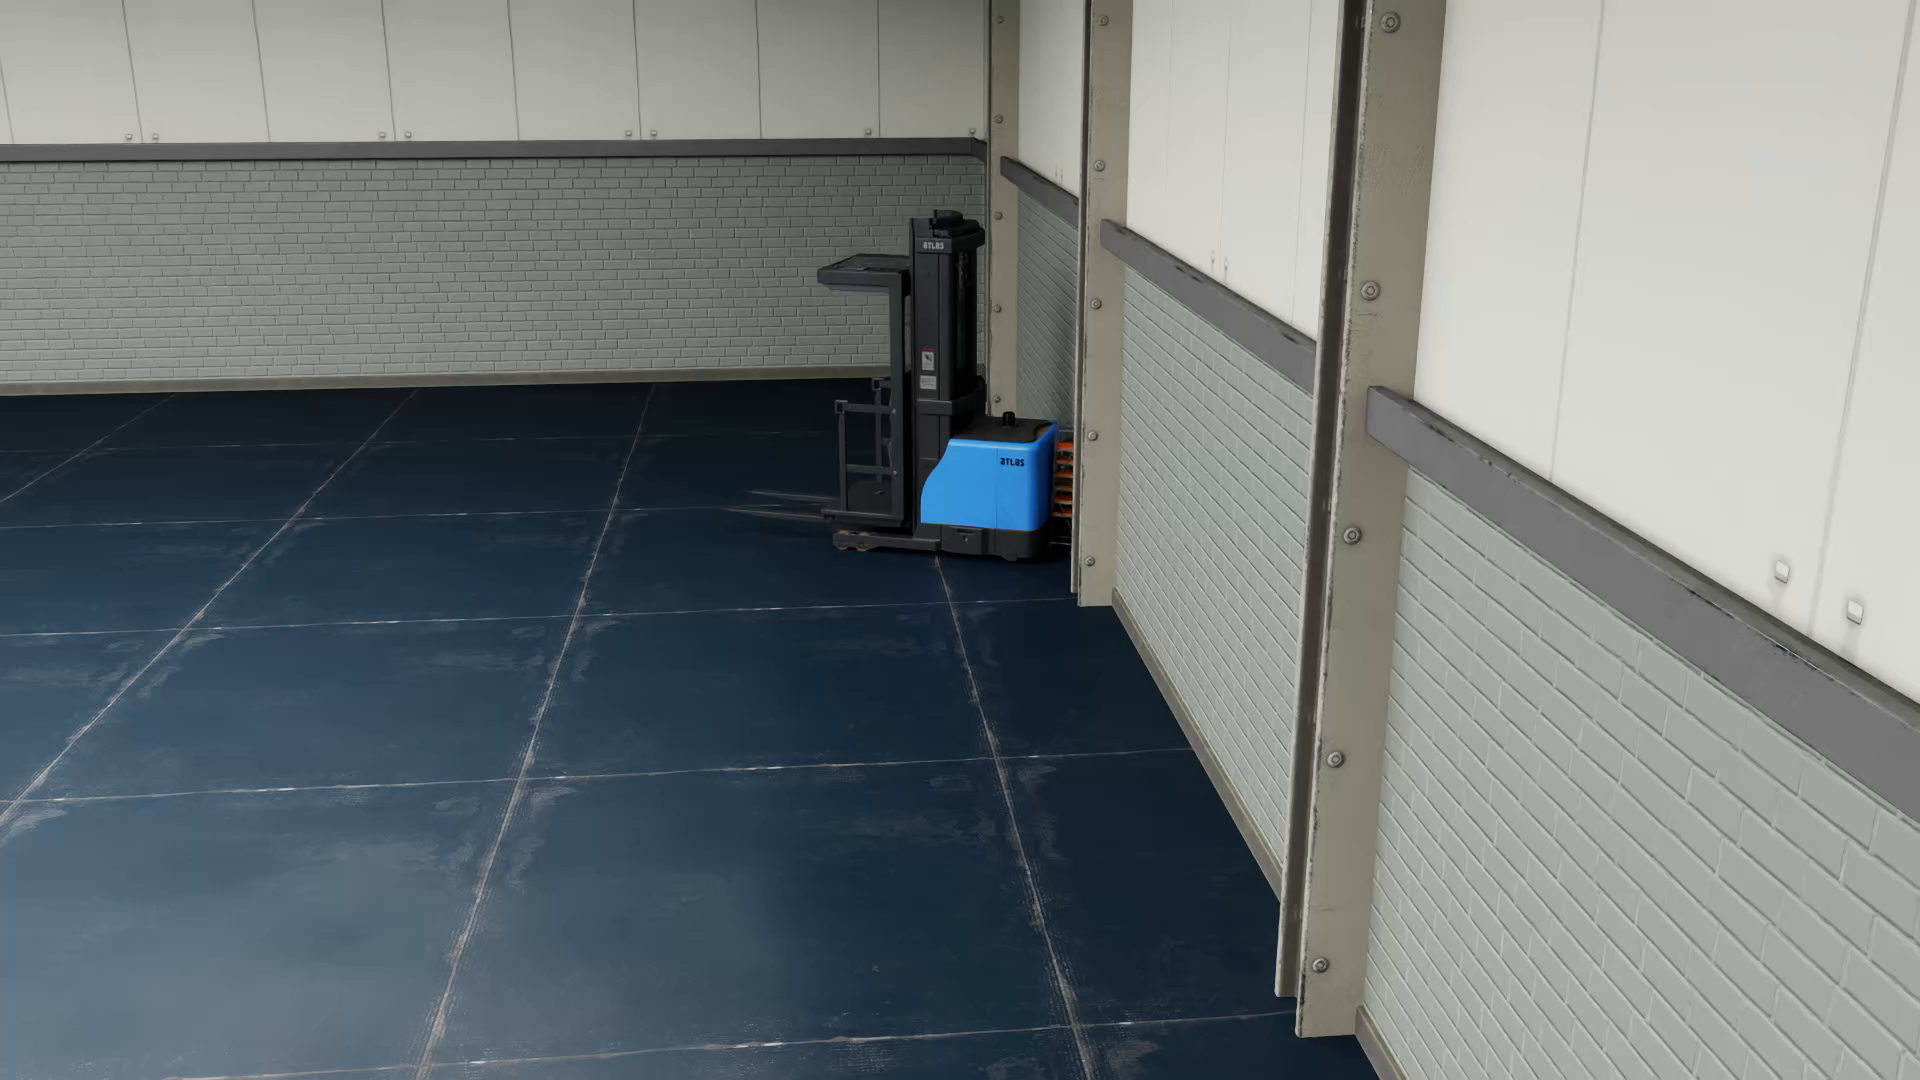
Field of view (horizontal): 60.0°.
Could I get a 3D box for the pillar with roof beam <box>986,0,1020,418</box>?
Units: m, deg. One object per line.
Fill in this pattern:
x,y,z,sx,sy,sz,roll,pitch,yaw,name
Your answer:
-3.806,-5.474,17.590,9.100,9.000,0.400,-2,18,-6,pillar with roof beam

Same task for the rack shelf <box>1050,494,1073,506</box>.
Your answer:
0.940,-0.332,14.746,0.258,0.103,0.180,5,19,8,rack shelf

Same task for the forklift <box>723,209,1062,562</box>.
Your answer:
-0.641,-1.441,14.875,3.031,2.935,1.130,5,18,15,forklift

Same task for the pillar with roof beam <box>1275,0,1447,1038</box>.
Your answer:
-2.569,-1.899,6.202,9.100,9.000,0.400,-2,18,-6,pillar with roof beam

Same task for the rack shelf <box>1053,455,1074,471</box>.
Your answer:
0.954,-0.672,14.629,0.258,0.103,0.180,5,19,8,rack shelf

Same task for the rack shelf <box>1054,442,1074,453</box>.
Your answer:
0.958,-0.786,14.591,0.258,0.103,0.180,5,19,8,rack shelf

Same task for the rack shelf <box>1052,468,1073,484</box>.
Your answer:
0.949,-0.559,14.668,0.258,0.103,0.180,5,19,8,rack shelf

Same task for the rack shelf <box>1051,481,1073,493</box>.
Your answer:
0.945,-0.445,14.707,0.258,0.103,0.180,5,19,8,rack shelf

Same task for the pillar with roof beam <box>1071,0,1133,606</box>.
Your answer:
-3.187,-3.687,11.896,9.100,9.000,0.400,-2,18,-6,pillar with roof beam

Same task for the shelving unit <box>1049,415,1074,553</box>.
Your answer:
0.947,-0.487,14.693,0.258,1.200,0.189,5,19,8,shelving unit

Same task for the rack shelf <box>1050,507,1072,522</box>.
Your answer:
0.936,-0.218,14.785,0.258,0.103,0.180,5,19,8,rack shelf

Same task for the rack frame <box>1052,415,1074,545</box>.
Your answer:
0.960,-0.516,14.778,0.240,1.200,0.006,5,19,8,rack frame

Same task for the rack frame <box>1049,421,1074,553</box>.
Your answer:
0.933,-0.458,14.607,0.240,1.200,0.006,5,19,8,rack frame
